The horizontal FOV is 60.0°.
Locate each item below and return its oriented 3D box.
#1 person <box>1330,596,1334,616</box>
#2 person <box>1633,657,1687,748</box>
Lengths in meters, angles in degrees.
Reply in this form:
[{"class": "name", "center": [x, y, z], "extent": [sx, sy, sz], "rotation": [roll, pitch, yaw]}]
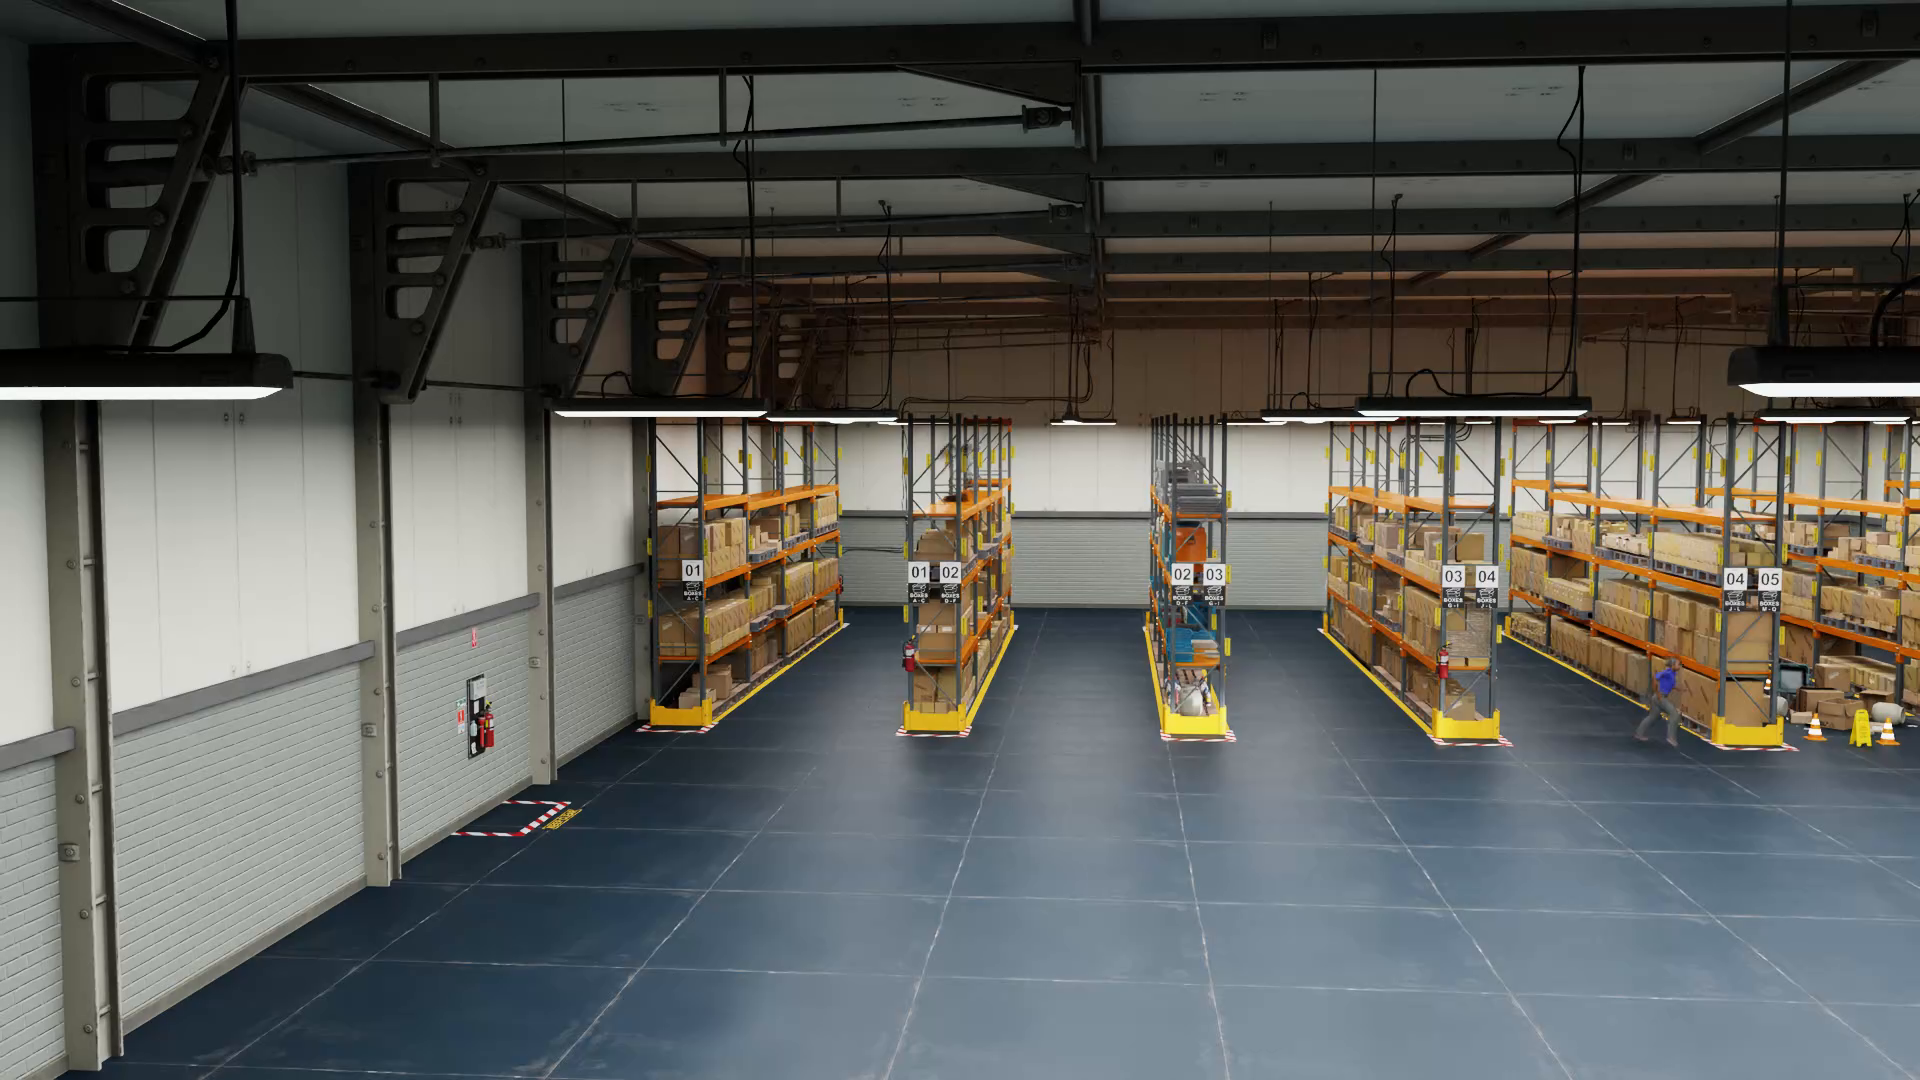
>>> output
[{"class": "person", "center": [10.998, 1.671, 48.418], "extent": [0.639, 1.665, 0.690], "rotation": [-3, 5, -37]}, {"class": "person", "center": [12.606, 2.974, 29.976], "extent": [0.886, 1.538, 0.595], "rotation": [2, 4, 31]}]
